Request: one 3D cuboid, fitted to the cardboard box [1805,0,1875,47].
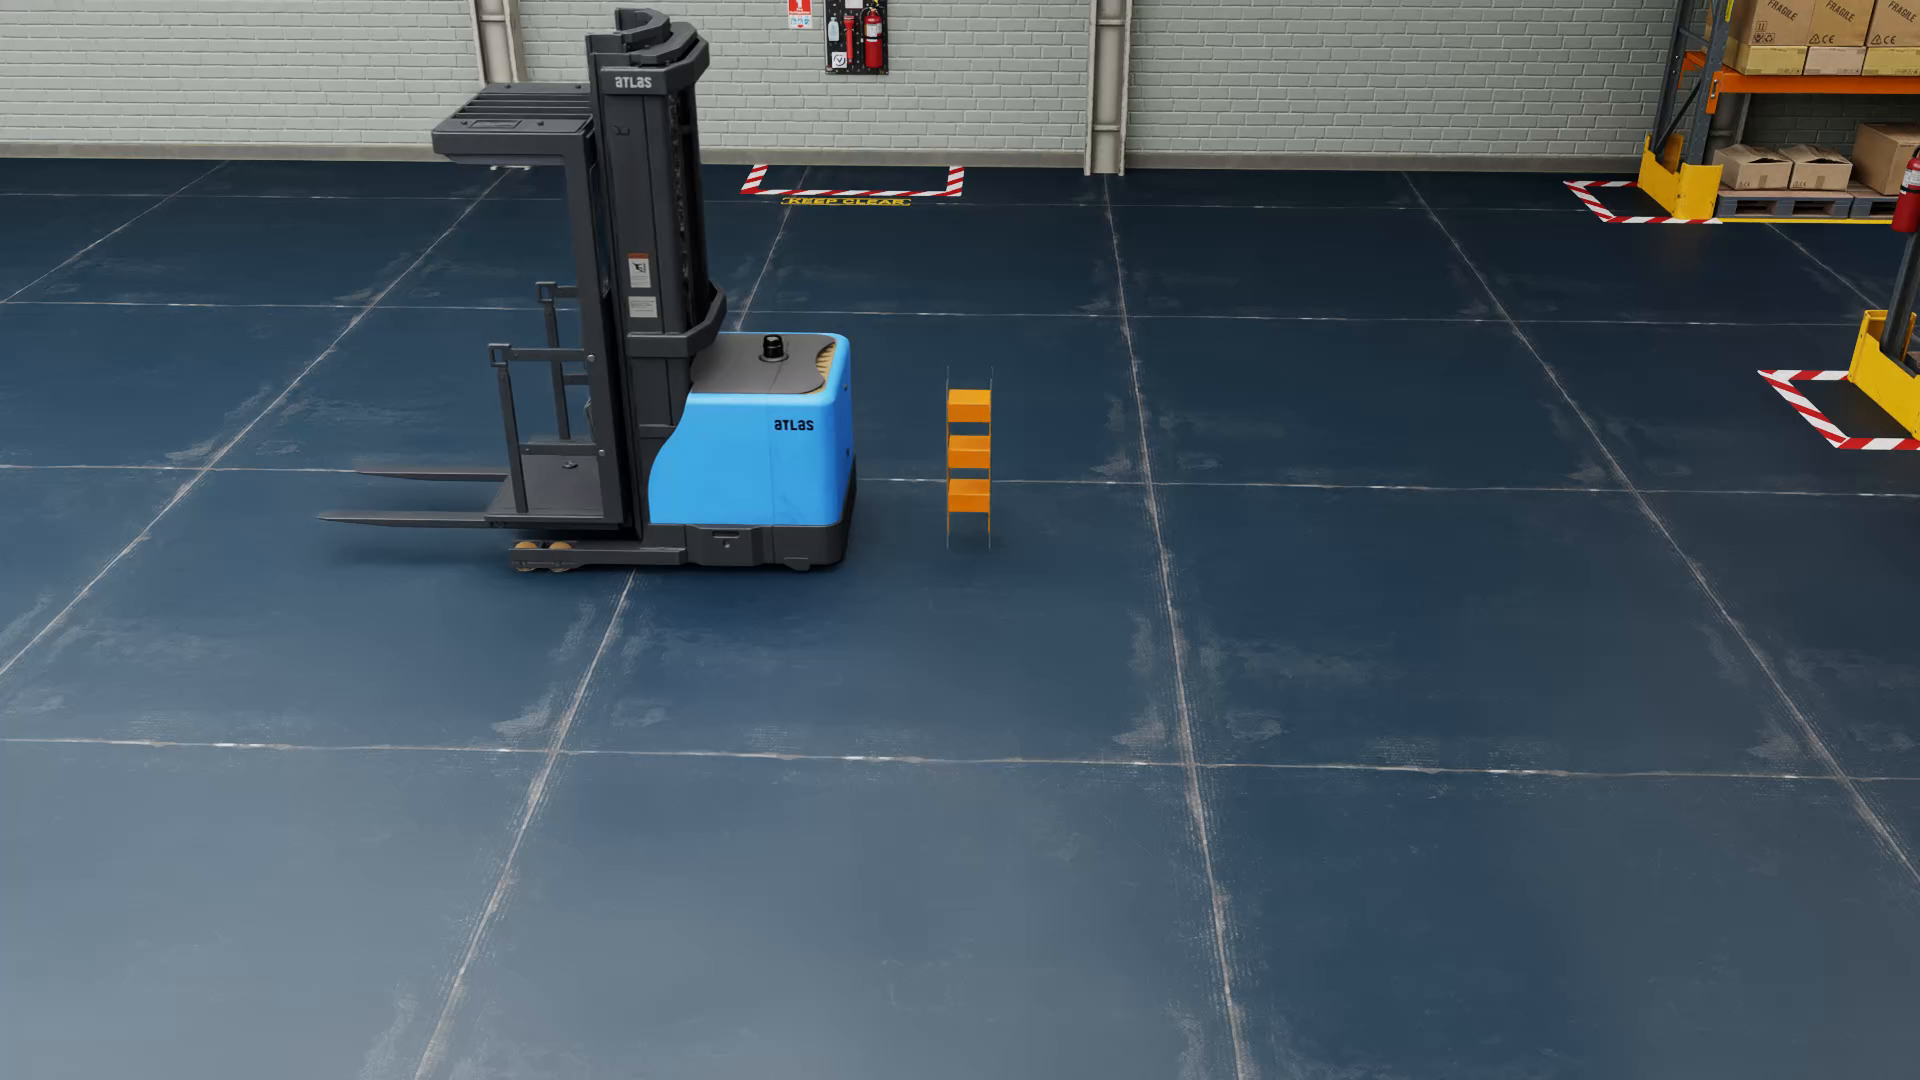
[{"bbox_3d":[7.676,-4.663,14.682,0.500,0.500,0.500,1,28,2],"label":"cardboard box"}]

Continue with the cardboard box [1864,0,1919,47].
[{"bbox_3d":[8.192,-4.652,14.661,0.500,0.500,0.500,0,28,0],"label":"cardboard box"}]

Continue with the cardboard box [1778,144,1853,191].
[{"bbox_3d":[7.974,-3.494,15.540,0.500,0.311,0.500,3,28,6],"label":"cardboard box"}]

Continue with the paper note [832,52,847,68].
[{"bbox_3d":[-1.193,-4.748,16.445,0.142,0.148,0.016,1,28,2],"label":"paper note"}]

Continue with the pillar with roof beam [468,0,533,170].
[{"bbox_3d":[-4.698,-5.778,11.042,0.400,9.000,9.100,1,28,2],"label":"pillar with roof beam"}]

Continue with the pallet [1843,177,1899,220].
[{"bbox_3d":[8.819,-3.266,15.686,1.213,0.211,1.003,1,28,2],"label":"pallet"}]

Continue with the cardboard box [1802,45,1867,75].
[{"bbox_3d":[7.712,-4.335,14.863,0.500,0.250,0.500,0,28,0],"label":"cardboard box"}]

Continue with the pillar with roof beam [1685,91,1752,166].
[{"bbox_3d":[7.294,-5.580,10.668,0.400,9.000,9.100,1,28,2],"label":"pillar with roof beam"}]

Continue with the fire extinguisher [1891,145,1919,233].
[{"bbox_3d":[6.443,-2.417,11.190,0.183,0.674,0.296,1,28,2],"label":"fire extinguisher"}]

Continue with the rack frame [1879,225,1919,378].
[{"bbox_3d":[6.545,-2.232,10.758,0.127,3.000,1.000,1,28,2],"label":"rack frame"}]

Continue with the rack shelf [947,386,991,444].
[{"bbox_3d":[0.053,-0.704,9.374,0.240,0.259,0.215,1,28,2],"label":"rack shelf"}]

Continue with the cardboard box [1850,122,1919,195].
[{"bbox_3d":[8.705,-3.542,15.429,0.500,0.500,0.700,-1,28,-1],"label":"cardboard box"}]

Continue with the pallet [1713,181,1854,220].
[{"bbox_3d":[7.603,-3.287,15.726,1.213,0.211,1.003,1,28,2],"label":"pallet"}]

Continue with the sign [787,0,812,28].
[{"bbox_3d":[-1.567,-5.175,16.272,0.234,0.329,0.001,1,28,2],"label":"sign"}]

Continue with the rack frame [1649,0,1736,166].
[{"bbox_3d":[6.716,-4.551,15.132,0.127,3.000,1.000,1,28,2],"label":"rack frame"}]

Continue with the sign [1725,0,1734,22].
[{"bbox_3d":[6.697,-4.679,14.450,0.005,0.325,0.100,1,28,2],"label":"sign"}]

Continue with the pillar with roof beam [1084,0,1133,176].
[{"bbox_3d":[1.298,-5.679,10.855,0.400,9.000,9.100,1,28,2],"label":"pillar with roof beam"}]

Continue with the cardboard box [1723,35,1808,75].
[{"bbox_3d":[7.192,-4.337,14.867,0.500,0.250,0.500,0,28,0],"label":"cardboard box"}]

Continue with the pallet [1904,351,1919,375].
[{"bbox_3d":[7.311,-1.007,11.424,1.213,0.211,1.003,1,28,2],"label":"pallet"}]

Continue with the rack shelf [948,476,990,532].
[{"bbox_3d":[0.053,-0.208,9.638,0.240,0.259,0.215,1,28,2],"label":"rack shelf"}]

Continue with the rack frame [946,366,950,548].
[{"bbox_3d":[-0.068,-0.465,9.506,0.008,1.050,0.200,1,28,2],"label":"rack frame"}]

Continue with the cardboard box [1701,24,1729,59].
[{"bbox_3d":[7.190,-4.576,15.319,0.500,0.250,0.500,1,28,3],"label":"cardboard box"}]

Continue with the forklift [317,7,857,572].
[{"bbox_3d":[-2.160,-1.360,9.186,3.031,2.935,1.130,1,28,2],"label":"forklift"}]

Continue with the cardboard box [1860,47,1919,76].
[{"bbox_3d":[8.221,-4.323,14.842,0.500,0.250,0.500,1,28,1],"label":"cardboard box"}]

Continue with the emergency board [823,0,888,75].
[{"bbox_3d":[-1.018,-5.102,16.172,0.643,1.169,0.194,1,28,2],"label":"emergency board"}]

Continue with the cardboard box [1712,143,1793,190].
[{"bbox_3d":[7.404,-3.504,15.558,0.500,0.311,0.500,-2,28,-4],"label":"cardboard box"}]

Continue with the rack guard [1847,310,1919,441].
[{"bbox_3d":[6.521,-1.128,11.344,0.348,0.500,1.175,1,28,2],"label":"rack guard"}]

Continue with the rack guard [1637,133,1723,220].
[{"bbox_3d":[6.792,-3.445,15.715,0.348,0.500,1.175,1,28,2],"label":"rack guard"}]

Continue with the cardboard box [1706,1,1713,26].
[{"bbox_3d":[7.195,-4.916,15.160,0.500,0.500,0.500,1,28,1],"label":"cardboard box"}]

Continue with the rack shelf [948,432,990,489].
[{"bbox_3d":[0.053,-0.454,9.507,0.240,0.259,0.215,1,28,2],"label":"rack shelf"}]

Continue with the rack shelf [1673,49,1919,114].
[{"bbox_3d":[8.715,-4.200,15.238,4.000,0.370,1.077,1,28,2],"label":"rack shelf"}]

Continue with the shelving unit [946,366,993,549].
[{"bbox_3d":[0.053,-0.463,9.502,0.252,1.050,0.215,1,28,2],"label":"shelving unit"}]

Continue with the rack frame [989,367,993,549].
[{"bbox_3d":[0.175,-0.461,9.499,0.008,1.050,0.200,1,28,2],"label":"rack frame"}]

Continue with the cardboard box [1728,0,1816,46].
[{"bbox_3d":[7.182,-4.676,14.706,0.500,0.500,0.500,1,28,2],"label":"cardboard box"}]
